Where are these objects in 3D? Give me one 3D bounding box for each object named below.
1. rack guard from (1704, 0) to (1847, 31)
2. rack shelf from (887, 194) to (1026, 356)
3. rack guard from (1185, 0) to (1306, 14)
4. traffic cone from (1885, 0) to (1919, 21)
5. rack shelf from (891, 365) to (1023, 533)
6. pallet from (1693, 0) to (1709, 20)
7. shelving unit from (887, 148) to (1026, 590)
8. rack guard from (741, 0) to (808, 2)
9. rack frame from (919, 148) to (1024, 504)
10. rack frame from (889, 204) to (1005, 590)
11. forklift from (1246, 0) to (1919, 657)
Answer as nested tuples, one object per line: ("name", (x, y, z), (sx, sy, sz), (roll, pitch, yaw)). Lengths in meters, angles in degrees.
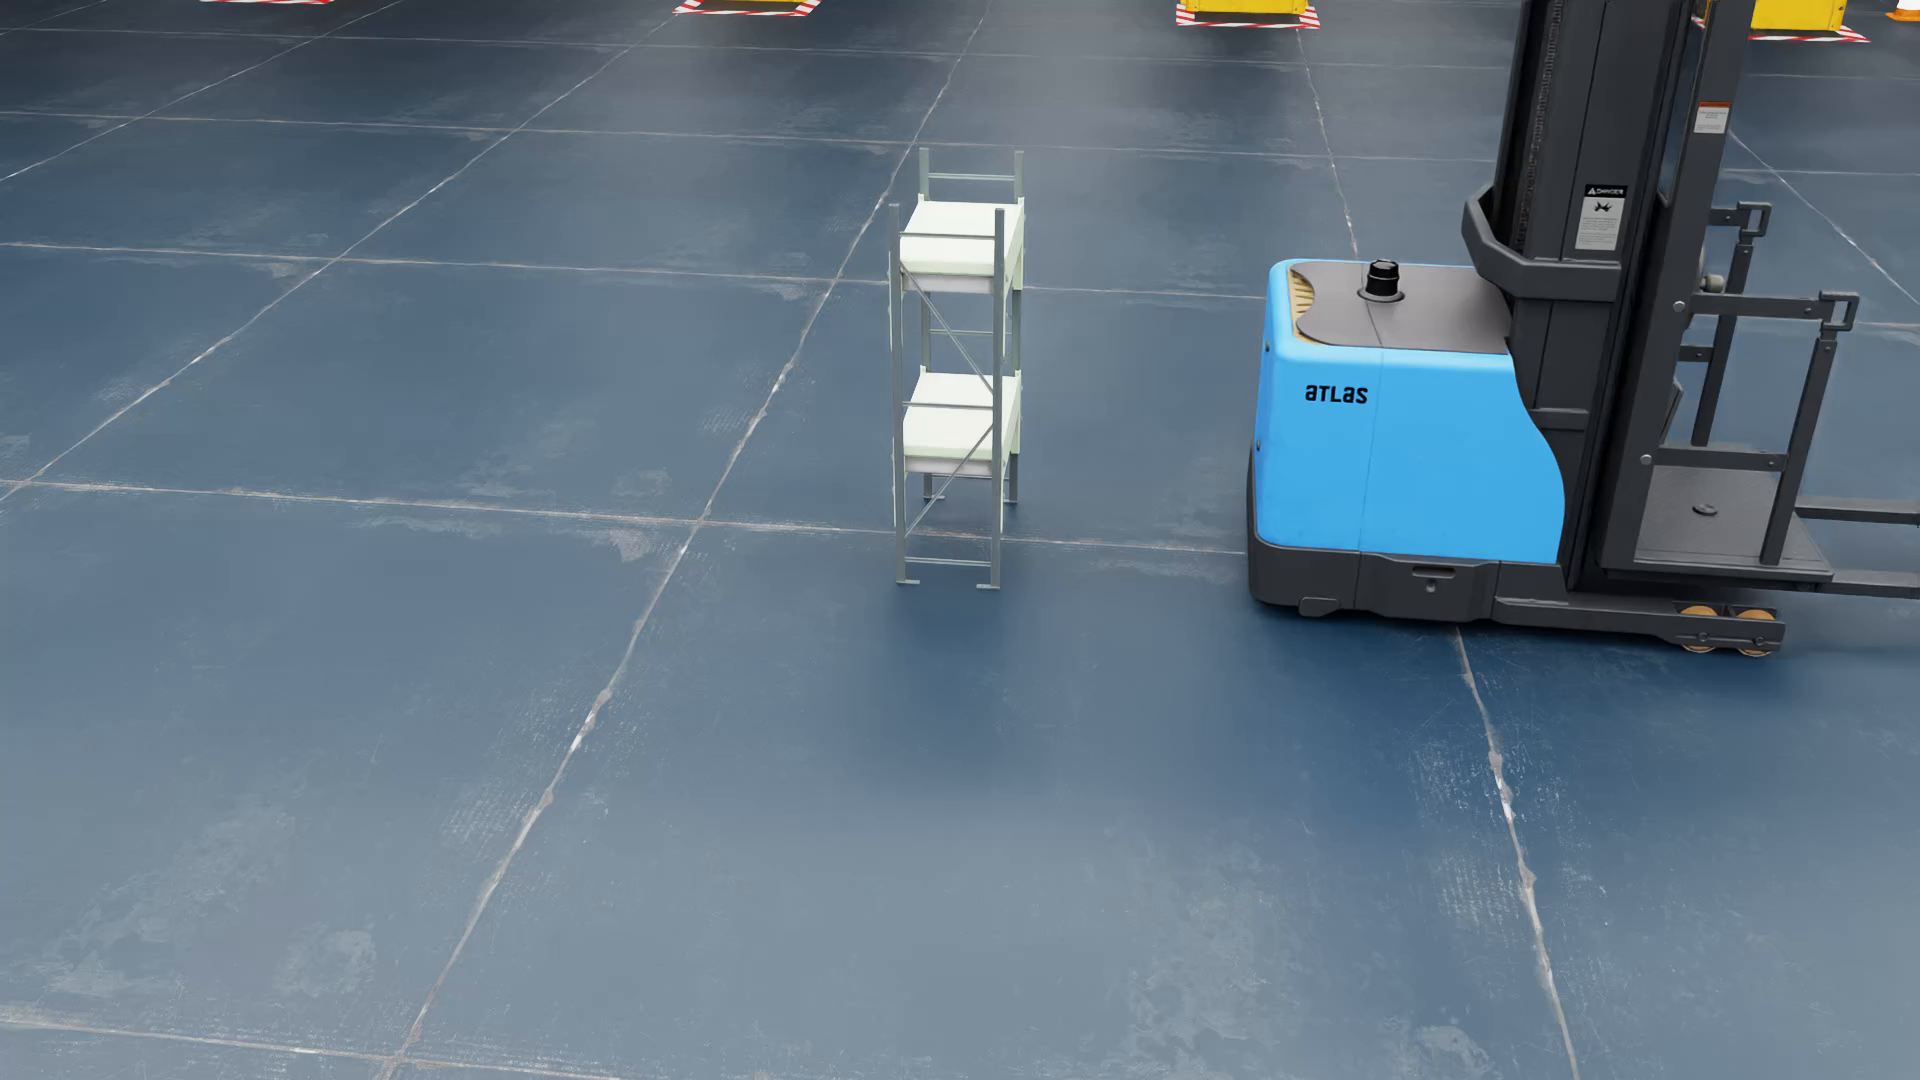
("rack guard", (7.734, -5.122, 15.731), (1.175, 0.500, 0.348), (3, 28, 6))
("rack shelf", (-0.001, -1.001, 6.203), (0.431, 0.370, 0.720), (3, 28, 6))
("rack guard", (2.836, -5.505, 16.442), (1.175, 0.500, 0.348), (3, 28, 6))
("traffic cone", (9.211, -5.285, 16.071), (0.336, 0.463, 0.334), (3, 28, 6))
("rack shelf", (-0.001, -0.370, 6.543), (0.431, 0.370, 0.720), (3, 28, 6))
("pallet", (7.757, -5.387, 16.527), (1.003, 0.211, 1.213), (3, 28, 6))
("shelving unit", (-0.001, -0.657, 6.388), (0.431, 1.500, 0.755), (3, 28, 6))
("rack guard", (-2.126, -5.796, 16.981), (1.175, 0.500, 0.348), (3, 28, 6))
("rack frame", (0.044, -0.829, 6.708), (0.400, 1.500, 0.023), (3, 28, 6))
("rack frame", (-0.046, -0.485, 6.069), (0.400, 1.500, 0.023), (3, 28, 6))
("forklift", (2.645, -1.141, 5.778), (3.031, 2.935, 1.130), (4, 29, 7))
